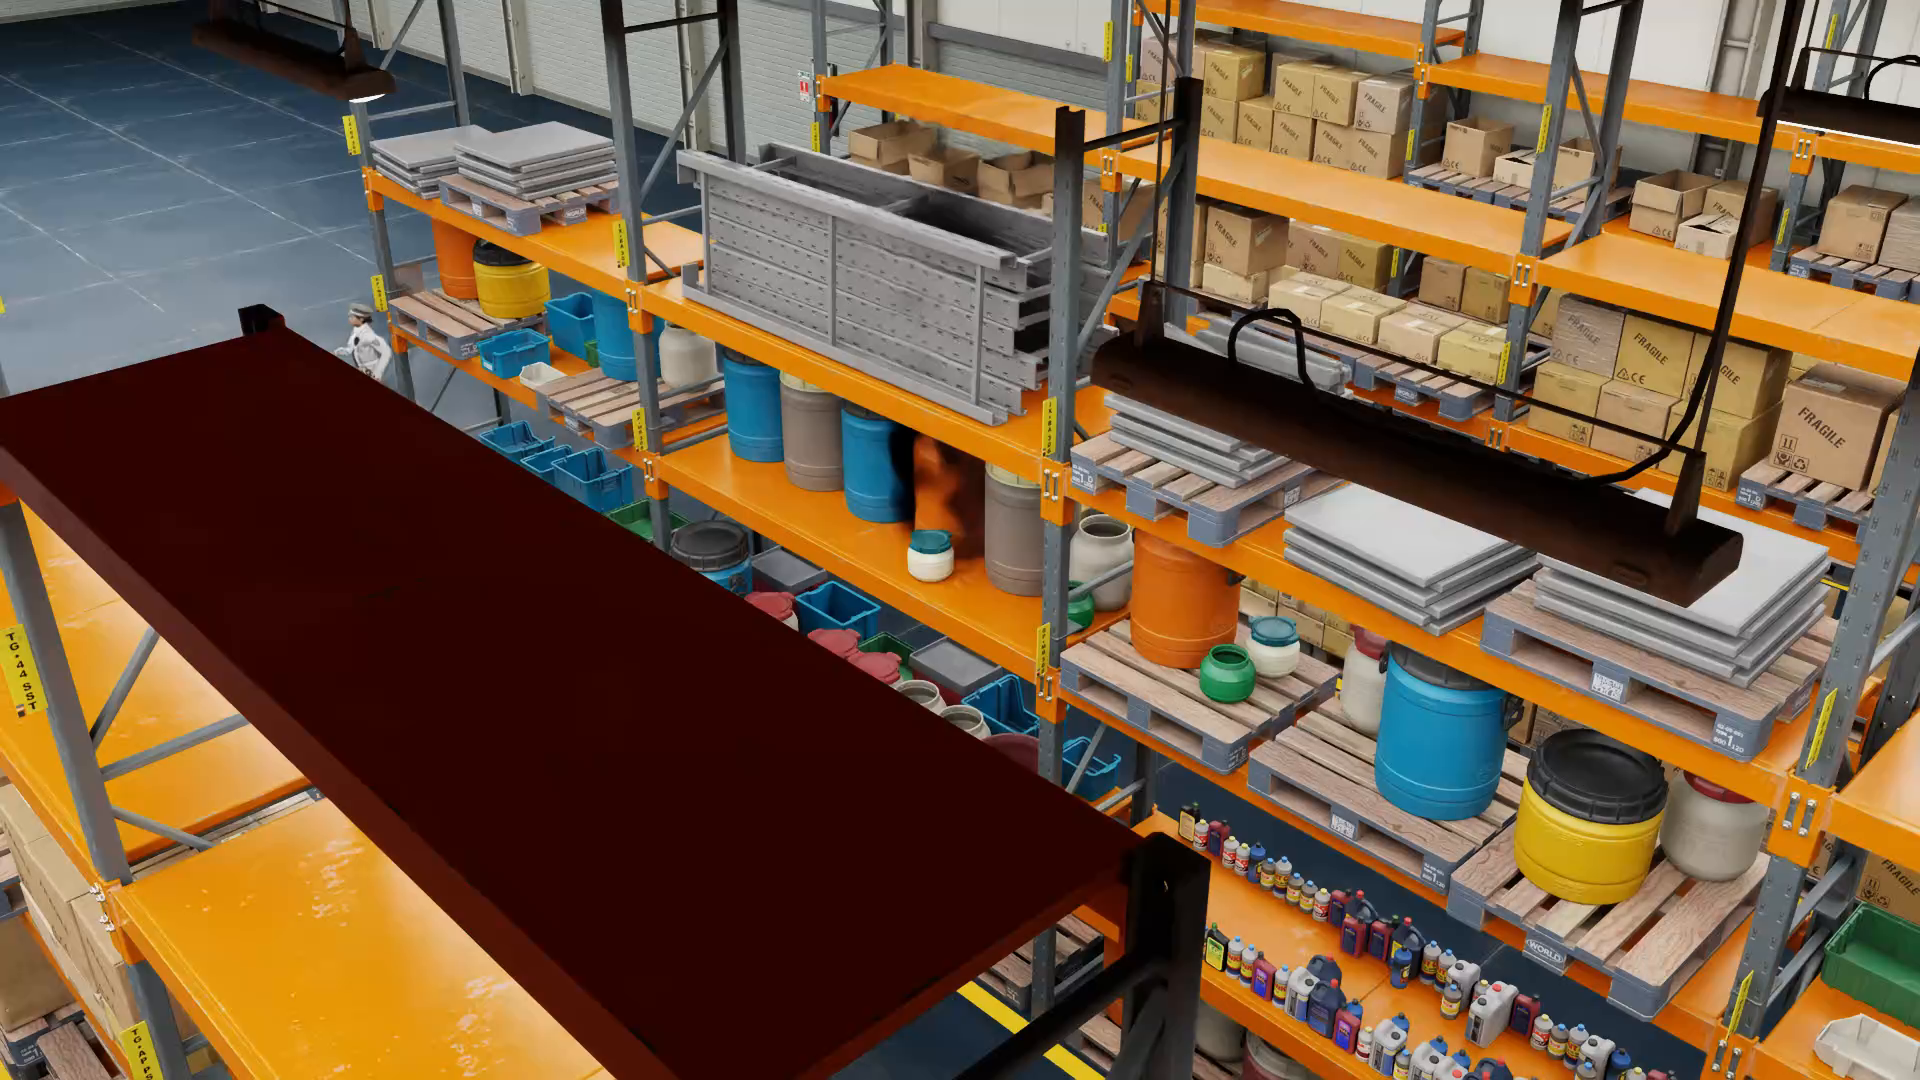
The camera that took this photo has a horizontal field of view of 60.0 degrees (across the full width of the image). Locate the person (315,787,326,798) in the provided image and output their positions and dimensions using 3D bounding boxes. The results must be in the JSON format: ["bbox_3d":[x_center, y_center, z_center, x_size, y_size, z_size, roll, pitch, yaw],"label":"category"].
[{"bbox_3d":[-3.818,2.127,10.439,0.723,1.881,0.656,20,34,32],"label":"person"}]

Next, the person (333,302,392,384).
[{"bbox_3d":[-6.519,-1.854,18.483,0.898,1.687,0.599,-13,31,-22],"label":"person"}]
